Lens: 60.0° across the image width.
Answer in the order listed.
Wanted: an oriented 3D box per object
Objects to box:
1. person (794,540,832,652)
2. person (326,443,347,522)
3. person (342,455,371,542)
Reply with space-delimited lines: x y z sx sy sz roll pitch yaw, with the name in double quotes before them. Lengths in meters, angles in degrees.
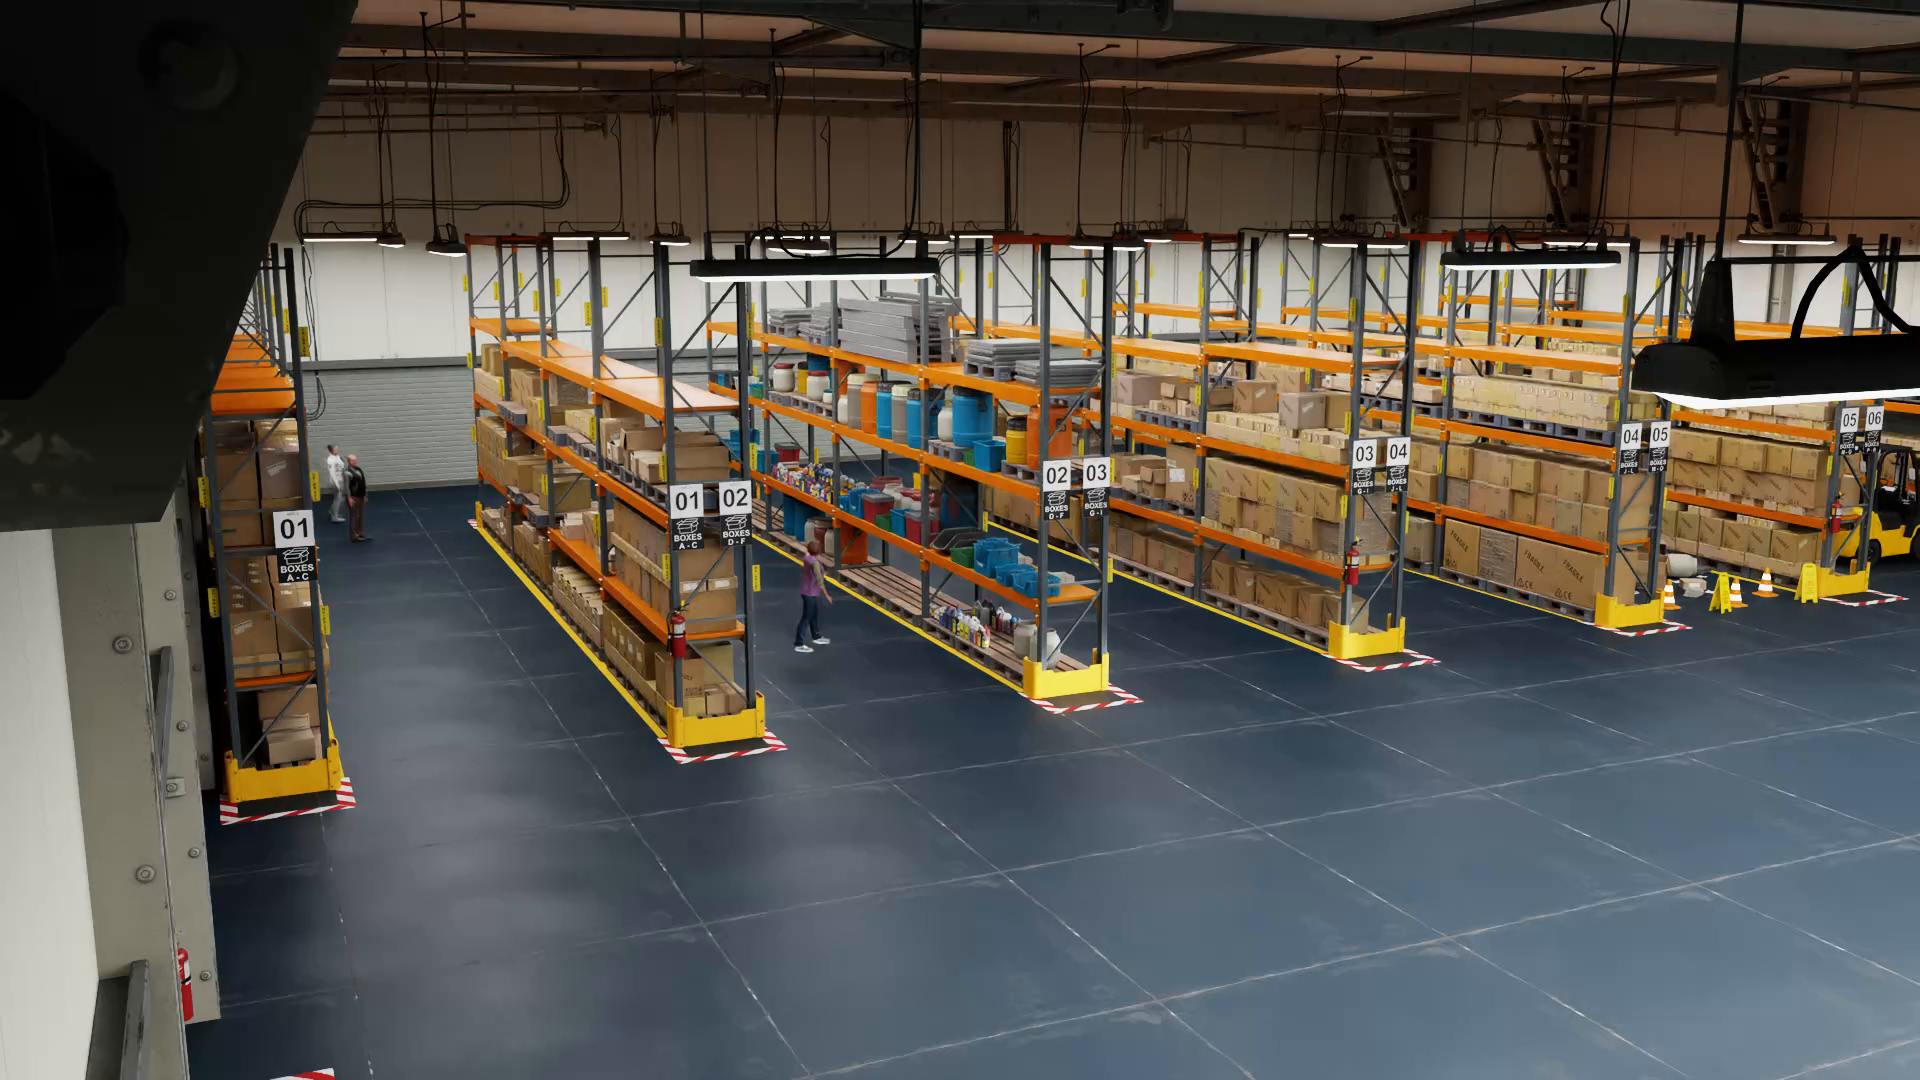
"person" -2.093 0.776 23.510 0.598 1.571 0.604 -3 11 -16
"person" -13.040 -1.217 34.912 0.418 1.673 0.497 -2 11 -12
"person" -11.957 -0.830 32.923 0.373 1.741 0.552 0 11 2
